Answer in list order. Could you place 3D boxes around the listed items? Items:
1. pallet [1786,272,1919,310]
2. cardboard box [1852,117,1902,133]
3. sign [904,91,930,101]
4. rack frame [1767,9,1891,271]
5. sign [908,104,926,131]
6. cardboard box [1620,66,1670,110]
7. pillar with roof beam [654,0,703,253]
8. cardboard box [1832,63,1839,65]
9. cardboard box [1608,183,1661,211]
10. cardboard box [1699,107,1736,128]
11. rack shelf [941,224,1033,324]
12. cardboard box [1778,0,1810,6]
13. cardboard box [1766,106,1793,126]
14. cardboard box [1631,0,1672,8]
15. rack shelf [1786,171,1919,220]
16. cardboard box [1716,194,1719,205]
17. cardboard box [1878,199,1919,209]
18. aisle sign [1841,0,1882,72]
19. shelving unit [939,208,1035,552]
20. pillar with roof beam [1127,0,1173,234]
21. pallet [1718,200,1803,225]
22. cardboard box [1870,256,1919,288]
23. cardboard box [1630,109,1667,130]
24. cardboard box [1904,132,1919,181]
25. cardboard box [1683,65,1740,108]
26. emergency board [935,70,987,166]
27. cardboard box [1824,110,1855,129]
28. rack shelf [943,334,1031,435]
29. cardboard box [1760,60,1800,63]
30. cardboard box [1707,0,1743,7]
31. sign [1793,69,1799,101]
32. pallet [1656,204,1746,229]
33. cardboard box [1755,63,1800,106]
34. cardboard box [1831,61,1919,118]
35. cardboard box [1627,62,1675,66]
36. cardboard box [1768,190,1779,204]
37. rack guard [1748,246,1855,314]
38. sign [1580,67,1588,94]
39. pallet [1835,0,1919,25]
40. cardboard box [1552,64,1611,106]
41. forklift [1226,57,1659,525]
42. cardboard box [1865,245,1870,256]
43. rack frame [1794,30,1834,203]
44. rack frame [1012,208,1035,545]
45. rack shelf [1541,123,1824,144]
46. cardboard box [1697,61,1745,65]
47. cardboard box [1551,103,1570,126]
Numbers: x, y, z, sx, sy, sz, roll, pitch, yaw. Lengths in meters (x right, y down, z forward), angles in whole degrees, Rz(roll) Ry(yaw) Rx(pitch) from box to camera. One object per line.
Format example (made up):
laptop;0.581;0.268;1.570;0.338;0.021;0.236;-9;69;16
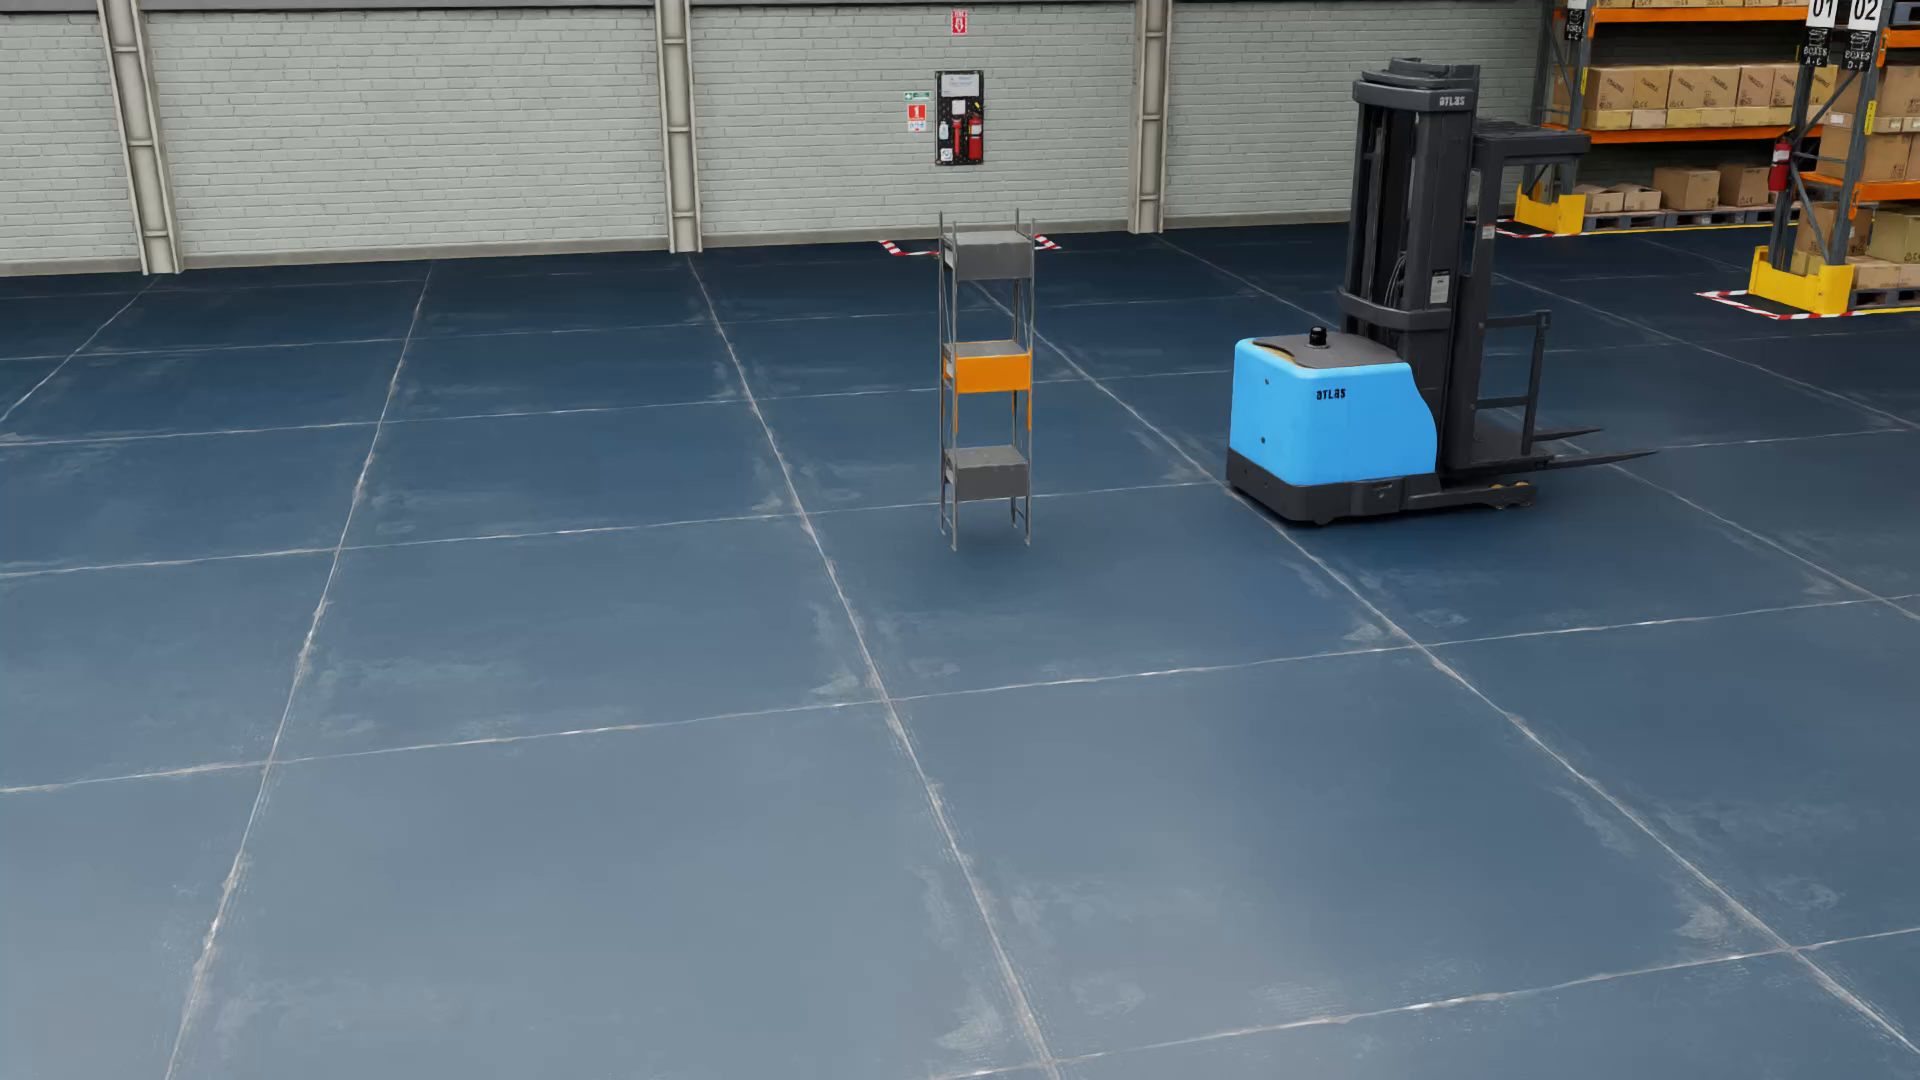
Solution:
pallet;9.670;-2.710;17.906;1.213;0.211;1.003;-5;21;-12
cardboard box;9.367;-4.255;16.982;0.250;0.149;0.380;-5;21;-13
sign;-0.534;-5.544;20.765;0.331;0.109;0.001;-5;21;-12
rack frame;8.935;-3.945;17.222;0.127;3.000;1.000;-5;21;-12
sign;-0.541;-5.297;20.863;0.234;0.329;0.001;-5;21;-12
cardboard box;8.809;-5.867;21.568;0.500;0.500;0.500;-5;21;-12
pillar with roof beam;-2.413;-6.374;15.131;0.400;9.000;9.100;-5;21;-12
cardboard box;12.188;-6.202;22.598;0.500;0.500;0.700;-5;21;-12
cardboard box;9.041;-4.616;22.325;0.500;0.311;0.500;-3;20;-8
cardboard box;9.831;-5.597;21.923;0.500;0.250;0.500;-4;21;-12
rack shelf;0.161;-1.644;10.253;0.480;0.518;0.431;-5;21;-12
cardboard box;10.755;-7.226;21.643;0.500;0.500;0.500;-6;21;-17
cardboard box;10.806;-5.683;22.155;0.500;0.250;0.500;-5;21;-12
cardboard box;8.706;-7.041;21.139;0.500;0.500;0.500;-3;20;-9
rack shelf;10.882;-3.765;17.778;4.000;0.370;1.077;-5;21;-12
cardboard box;10.123;-4.667;22.700;0.250;0.149;0.380;-6;21;-17
cardboard box;10.358;-3.429;18.111;0.500;0.500;0.500;-5;21;-12
aisle sign;8.942;-5.058;16.481;0.004;0.787;0.394;-5;21;-12
shelving unit;0.161;-0.999;10.489;0.503;2.100;0.431;-5;21;-12
pillar with roof beam;3.426;-6.849;16.428;0.400;9.000;9.100;-5;21;-12
pallet;11.039;-4.545;22.915;1.213;0.211;1.003;-5;21;-12
cardboard box;9.994;-2.860;17.647;0.500;0.250;0.500;-5;21;-12
cardboard box;8.842;-5.520;21.711;0.500;0.250;0.500;-5;21;-14
cardboard box;9.903;-4.068;17.412;0.500;0.500;0.700;-4;21;-11
cardboard box;9.813;-5.950;21.796;0.500;0.500;0.500;-4;20;-11
emergency board;0.021;-5.290;20.894;0.643;1.169;0.194;-5;21;-12
cardboard box;9.263;-4.390;17.350;0.250;0.149;0.380;-5;21;-13
rack shelf;0.161;-0.986;10.494;0.480;0.518;0.431;-5;21;-12
cardboard box;11.179;-6.243;22.595;0.500;0.500;0.500;-5;21;-14
cardboard box;9.726;-7.133;21.390;0.500;0.500;0.500;-3;20;-9
sign;8.824;-4.782;17.481;0.005;0.325;0.100;-5;21;-12
pallet;9.849;-4.447;22.648;1.213;0.211;1.003;-5;21;-12
cardboard box;10.811;-6.028;22.008;0.500;0.500;0.500;-5;21;-13
cardboard box;9.444;-4.638;17.083;0.500;0.500;0.700;-5;21;-12
cardboard box;9.196;-6.081;22.153;0.500;0.500;0.500;-5;21;-14
cardboard box;11.171;-4.743;22.881;0.250;0.166;0.380;-7;21;-20
rack guard;8.912;-2.769;17.647;0.348;0.500;1.175;-5;21;-12
sign;7.917;-5.827;21.104;0.005;0.325;0.100;-5;21;-12
pallet;9.629;-5.359;16.851;1.213;0.211;1.003;-5;21;-12
cardboard box;8.202;-6.002;21.938;0.500;0.500;0.500;-5;21;-13
forklift;3.460;-1.754;11.343;3.031;2.935;1.130;-6;21;-17
cardboard box;9.873;-3.036;18.128;0.500;0.250;0.500;-5;21;-12
rack frame;11.684;-5.919;22.613;0.127;3.000;1.000;-5;21;-12
rack frame;0.399;-1.018;10.542;0.015;2.100;0.400;-5;21;-12
rack shelf;9.738;-5.423;22.304;4.000;0.370;1.077;-5;21;-12
cardboard box;10.188;-6.166;22.384;0.500;0.500;0.500;-4;21;-11
cardboard box;8.202;-5.643;22.049;0.500;0.250;0.500;-4;21;-12
